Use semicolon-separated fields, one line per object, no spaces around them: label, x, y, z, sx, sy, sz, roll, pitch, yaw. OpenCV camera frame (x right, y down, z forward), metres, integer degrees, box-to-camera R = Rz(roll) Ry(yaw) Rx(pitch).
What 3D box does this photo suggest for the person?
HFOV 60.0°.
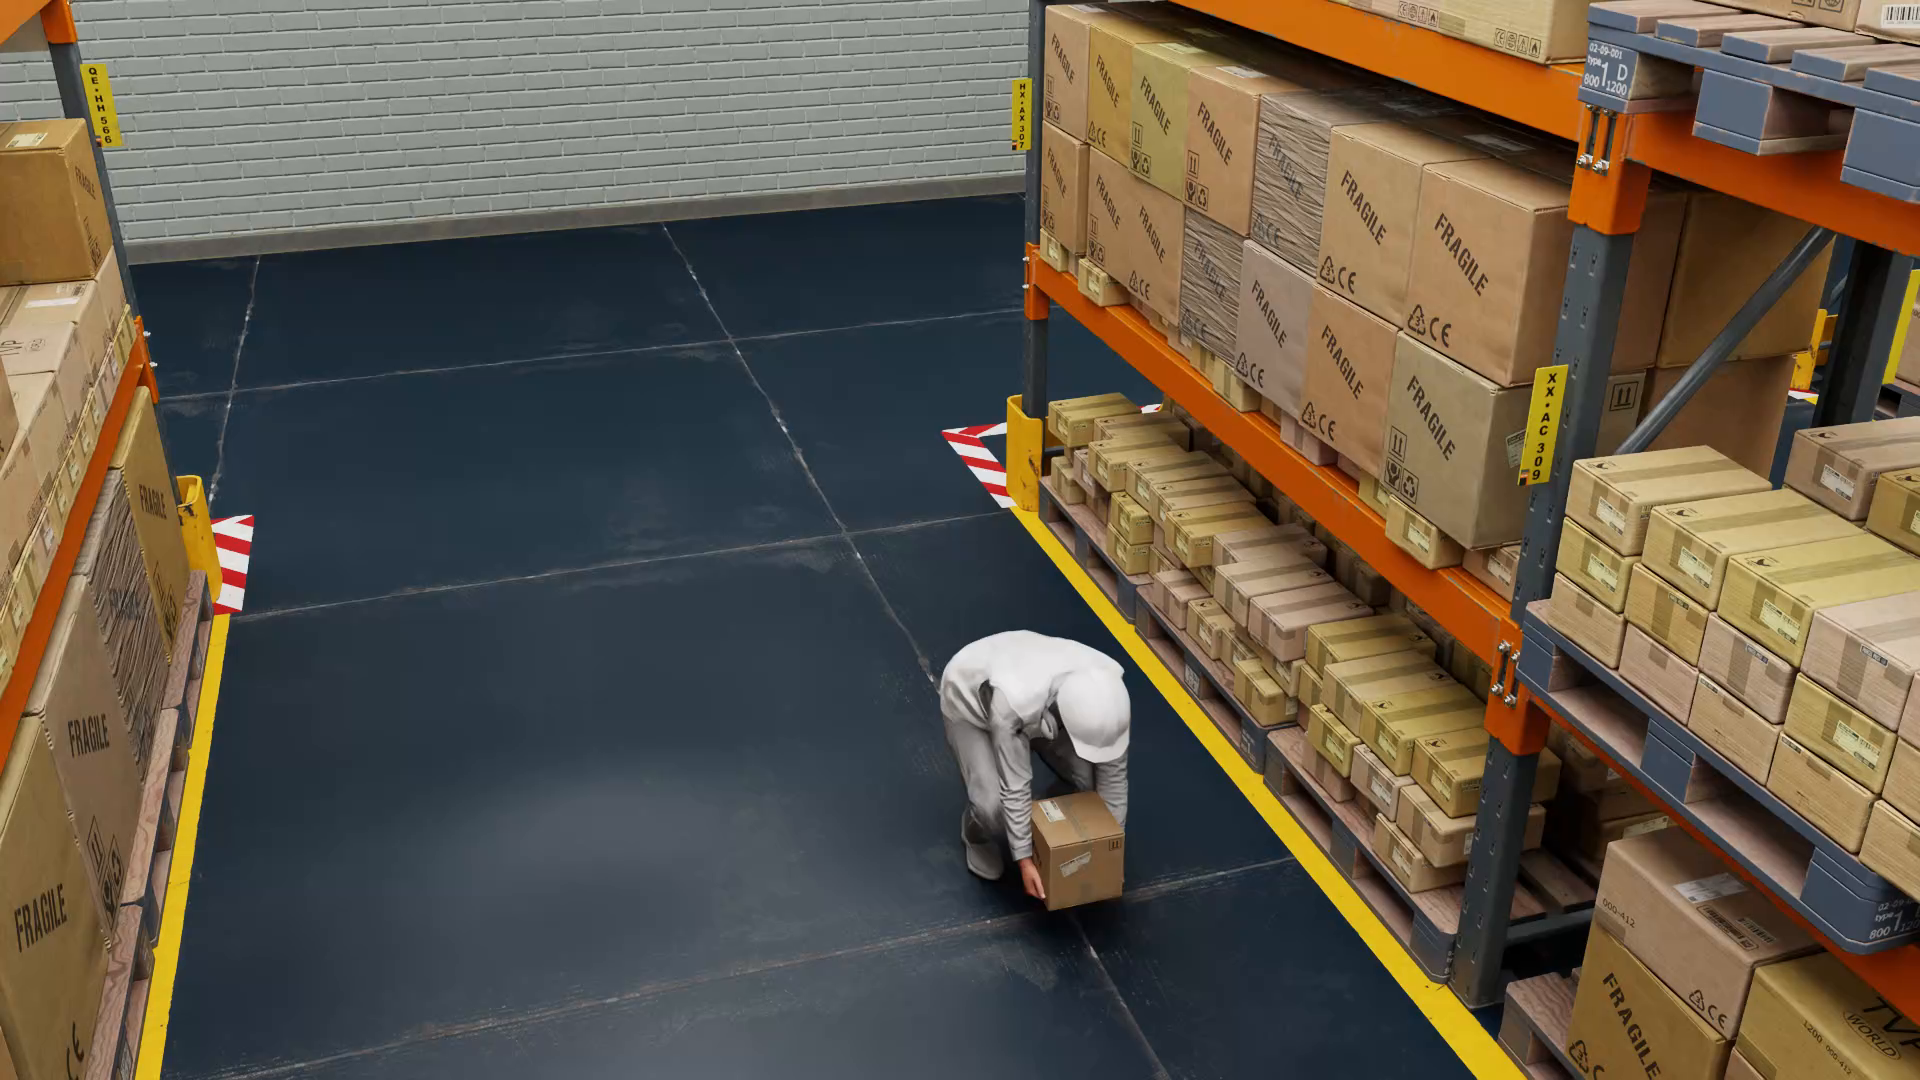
person;0.263;0.710;5.520;0.511;1.004;0.929;-9;28;-17
